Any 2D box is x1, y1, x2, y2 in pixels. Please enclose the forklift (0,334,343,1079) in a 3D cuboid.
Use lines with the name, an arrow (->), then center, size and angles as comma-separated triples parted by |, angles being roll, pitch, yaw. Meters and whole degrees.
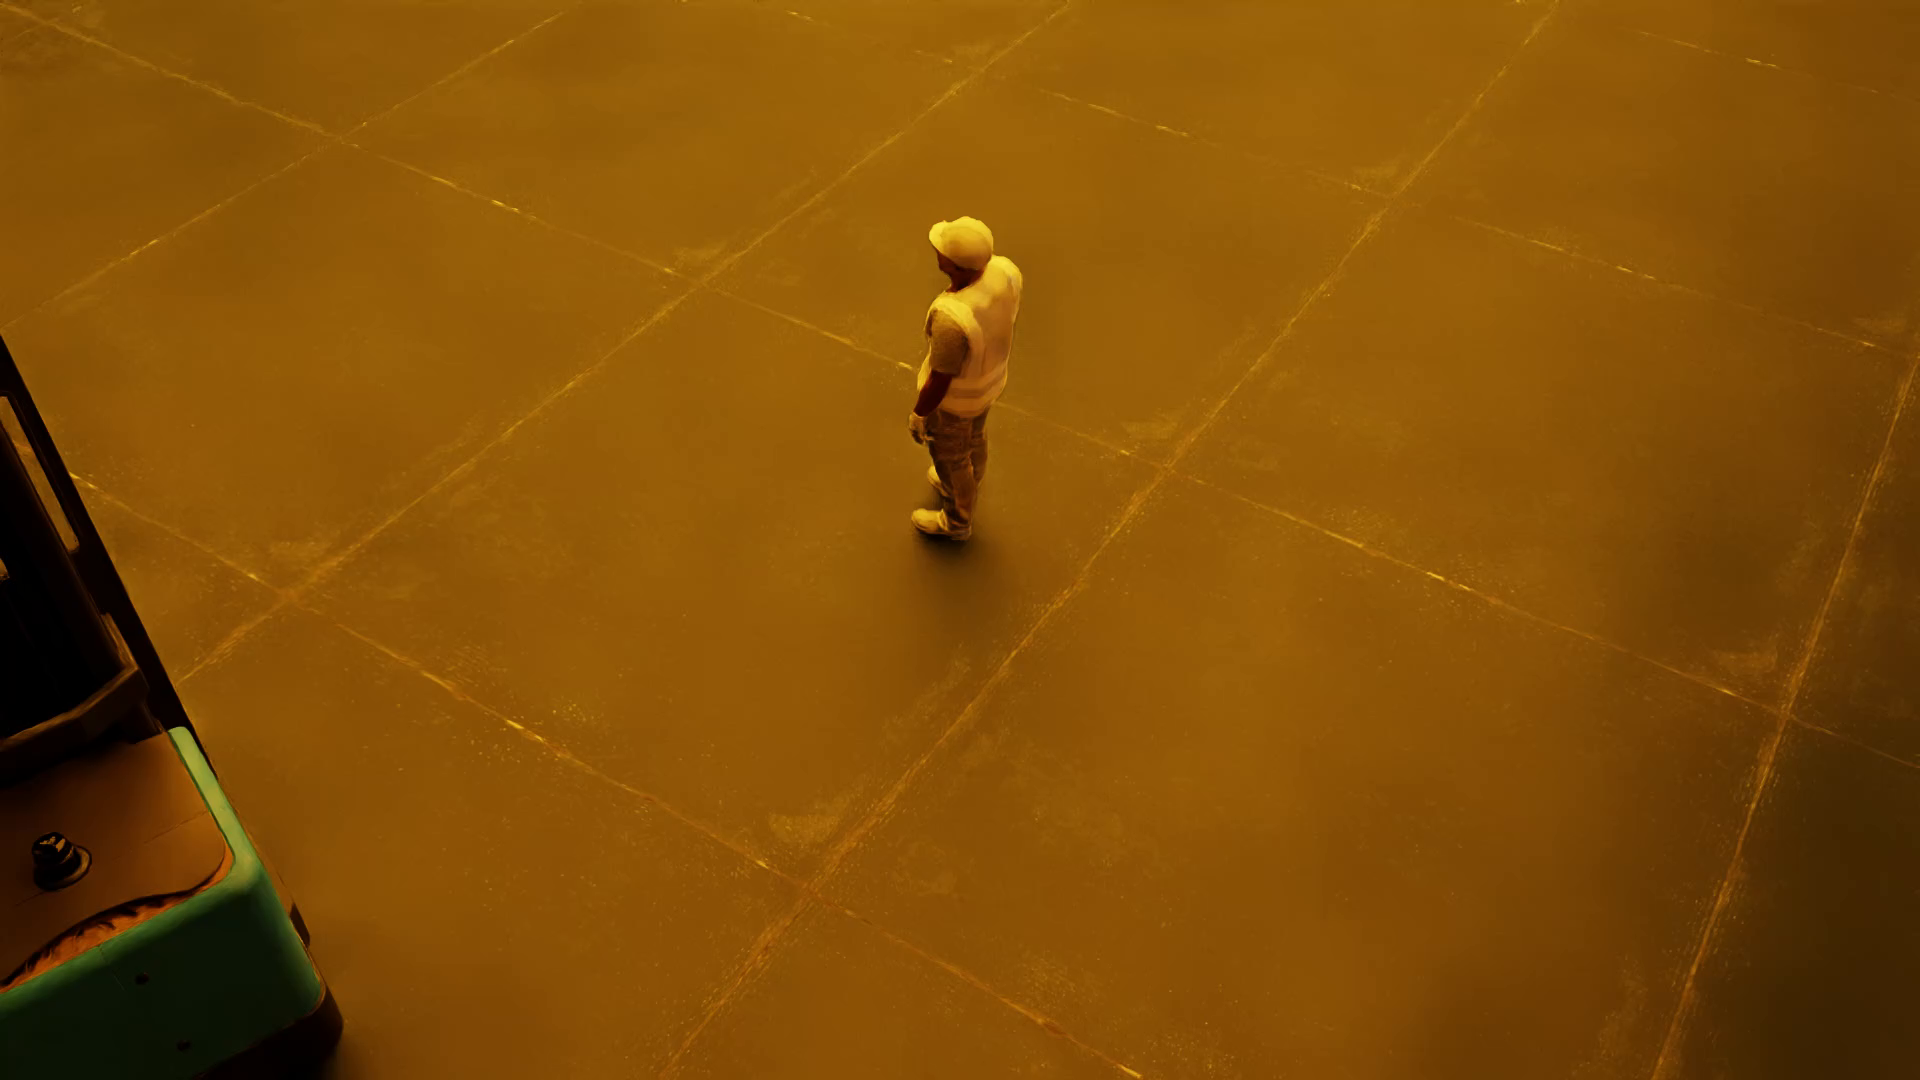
forklift -> -3.523, 0.167, 5.672 | 1.130, 2.935, 3.031 | -28, 50, -26

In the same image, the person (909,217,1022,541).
person -> -0.056, -0.712, 7.366 | 0.576, 1.782, 0.655 | 24, 48, 23
